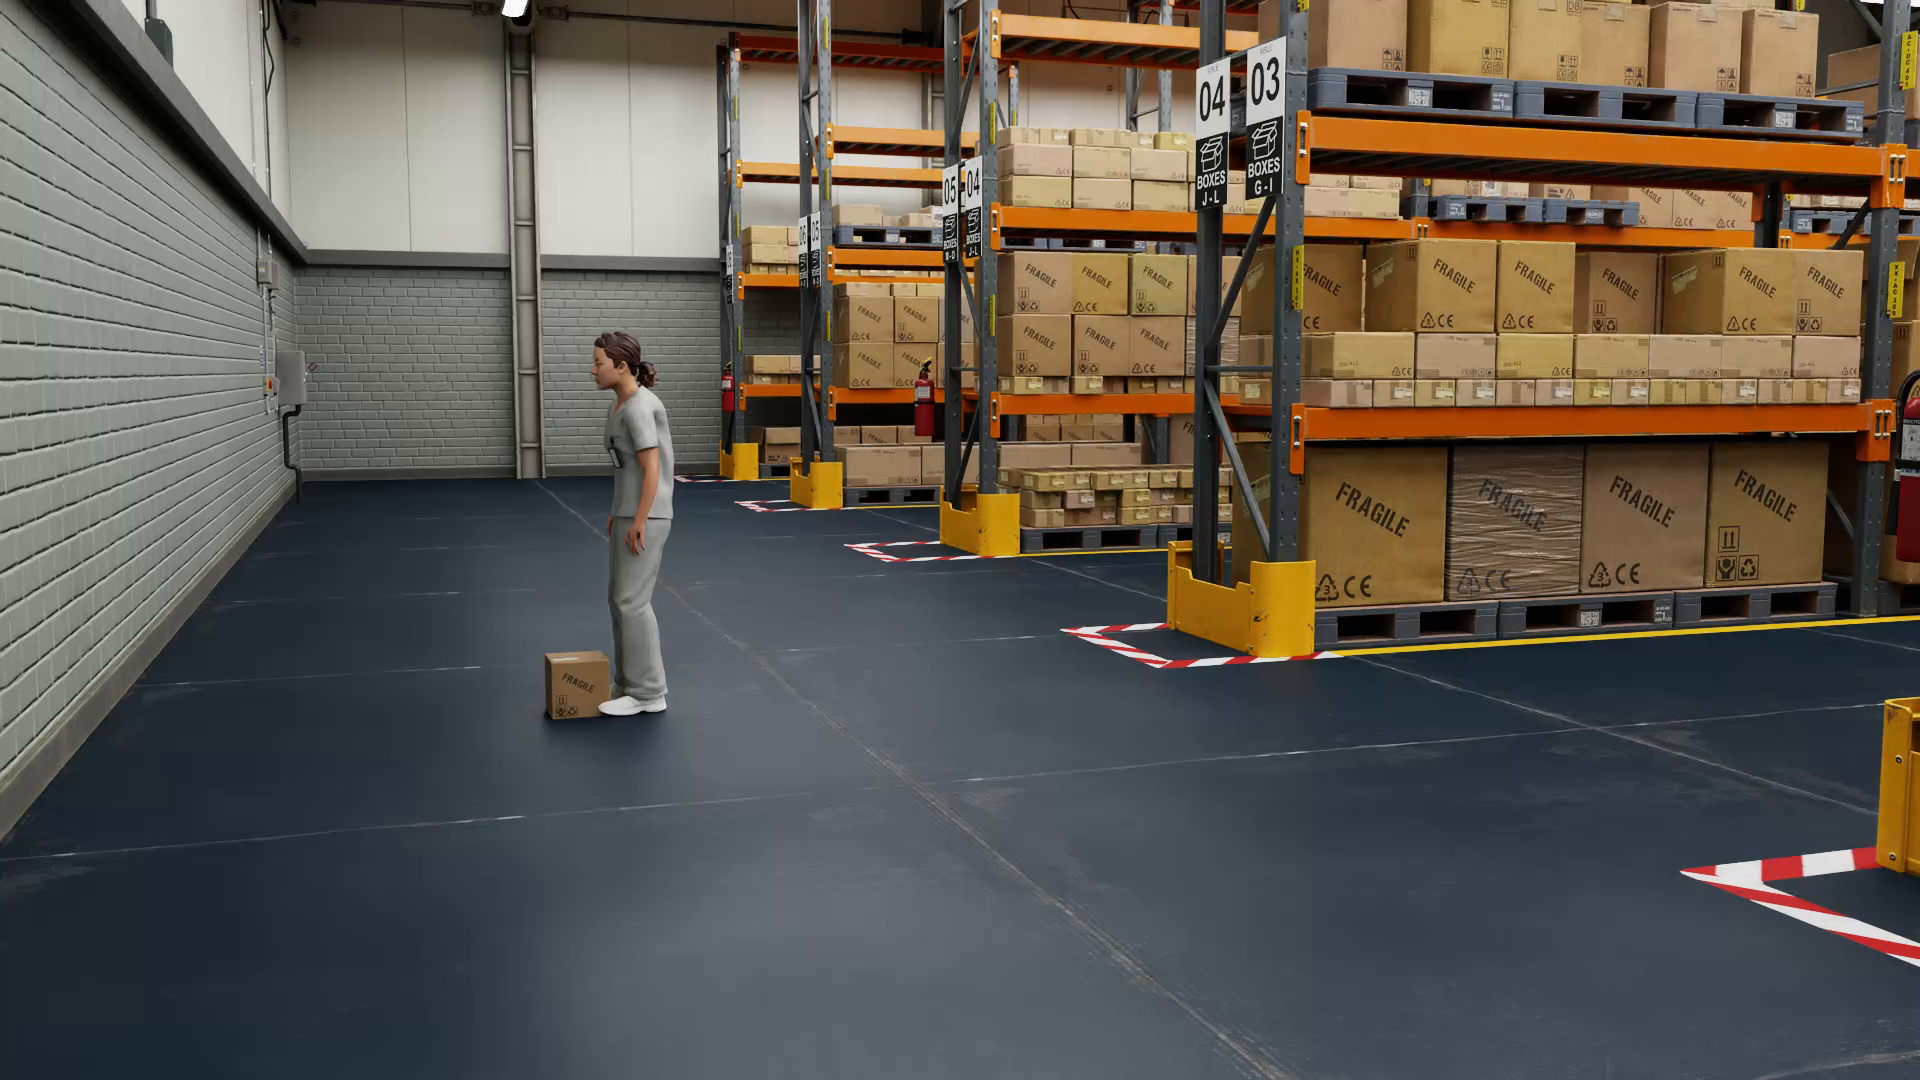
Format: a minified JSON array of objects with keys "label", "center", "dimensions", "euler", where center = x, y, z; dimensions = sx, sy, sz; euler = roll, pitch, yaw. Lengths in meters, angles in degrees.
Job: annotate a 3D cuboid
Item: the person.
[{"label":"person","center":[-1.449,-0.080,7.320],"dimensions":[0.364,1.671,0.514],"euler":[-2,6,-22]}]
